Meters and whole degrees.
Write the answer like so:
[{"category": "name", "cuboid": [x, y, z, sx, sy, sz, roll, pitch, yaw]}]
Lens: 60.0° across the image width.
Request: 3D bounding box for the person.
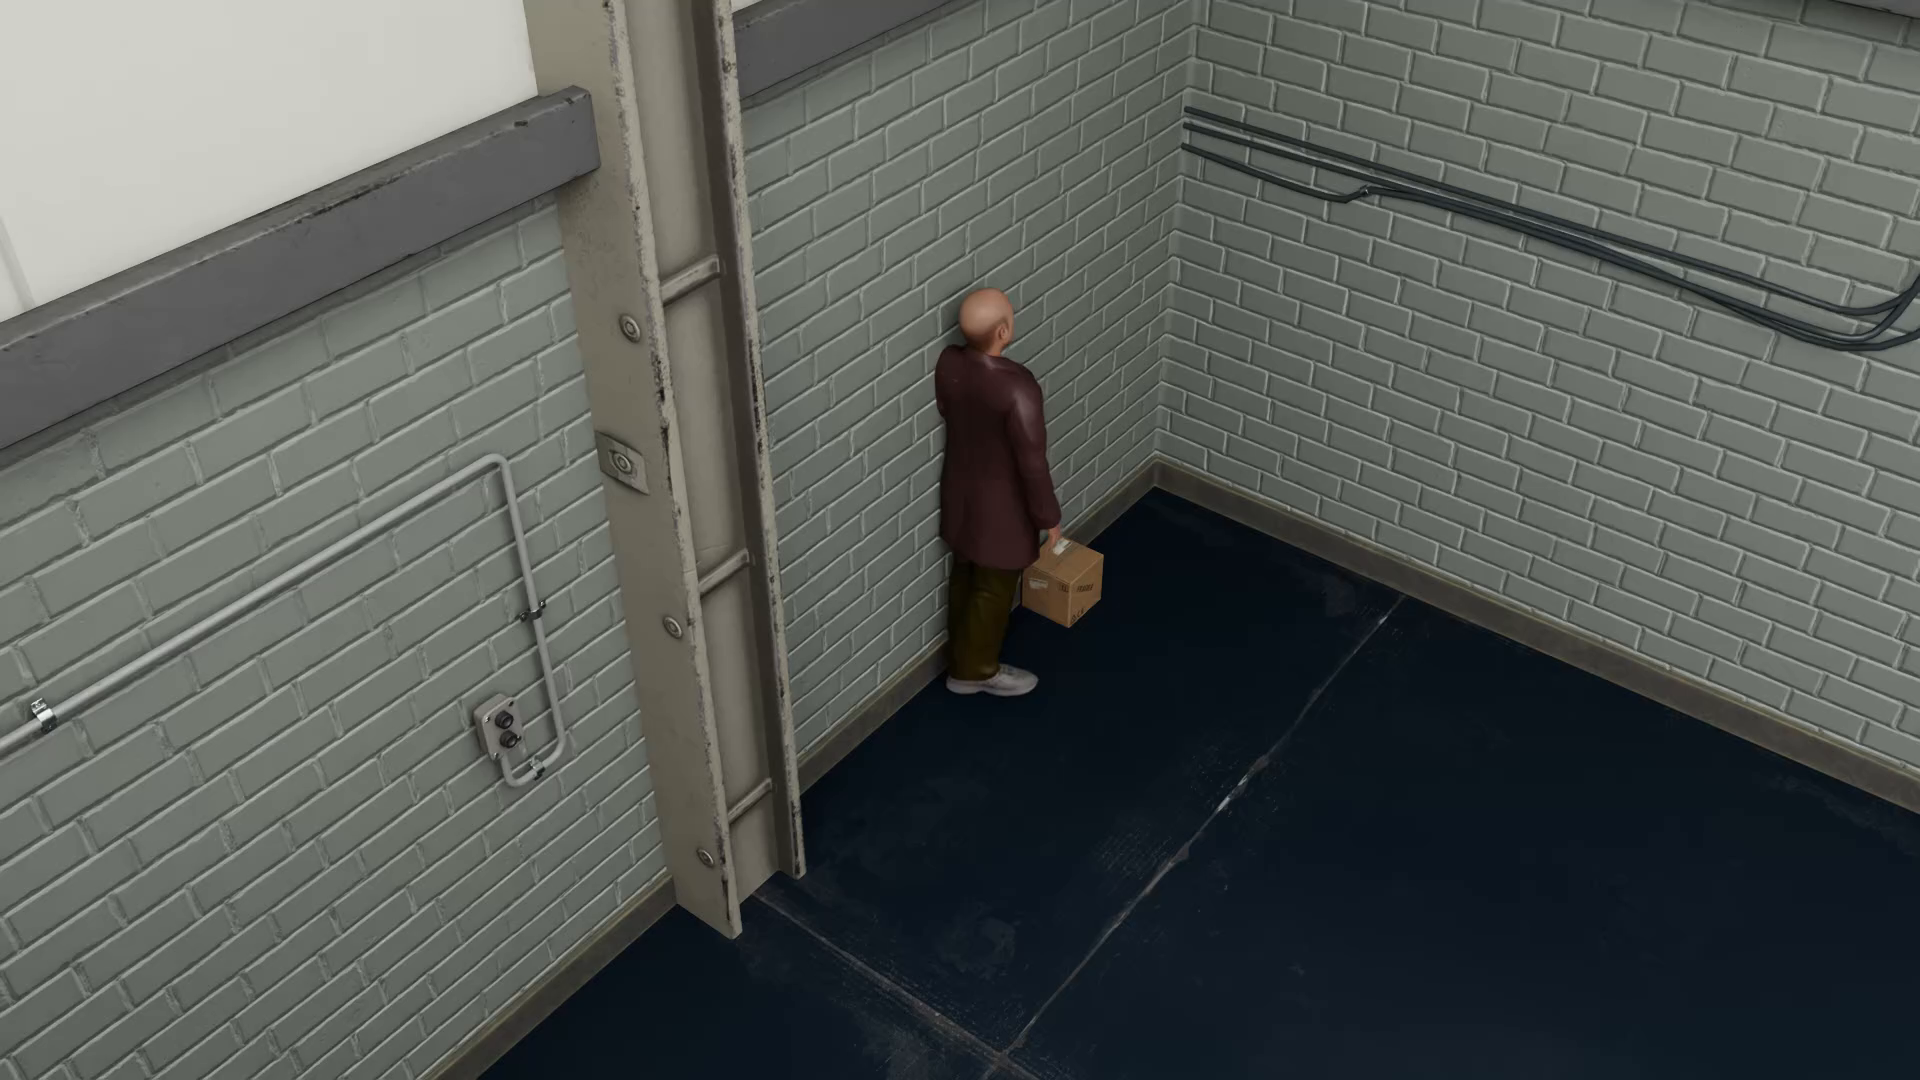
[{"category": "person", "cuboid": [0.115, -0.167, 6.349, 0.450, 1.778, 0.647, -32, 48, -34]}]
